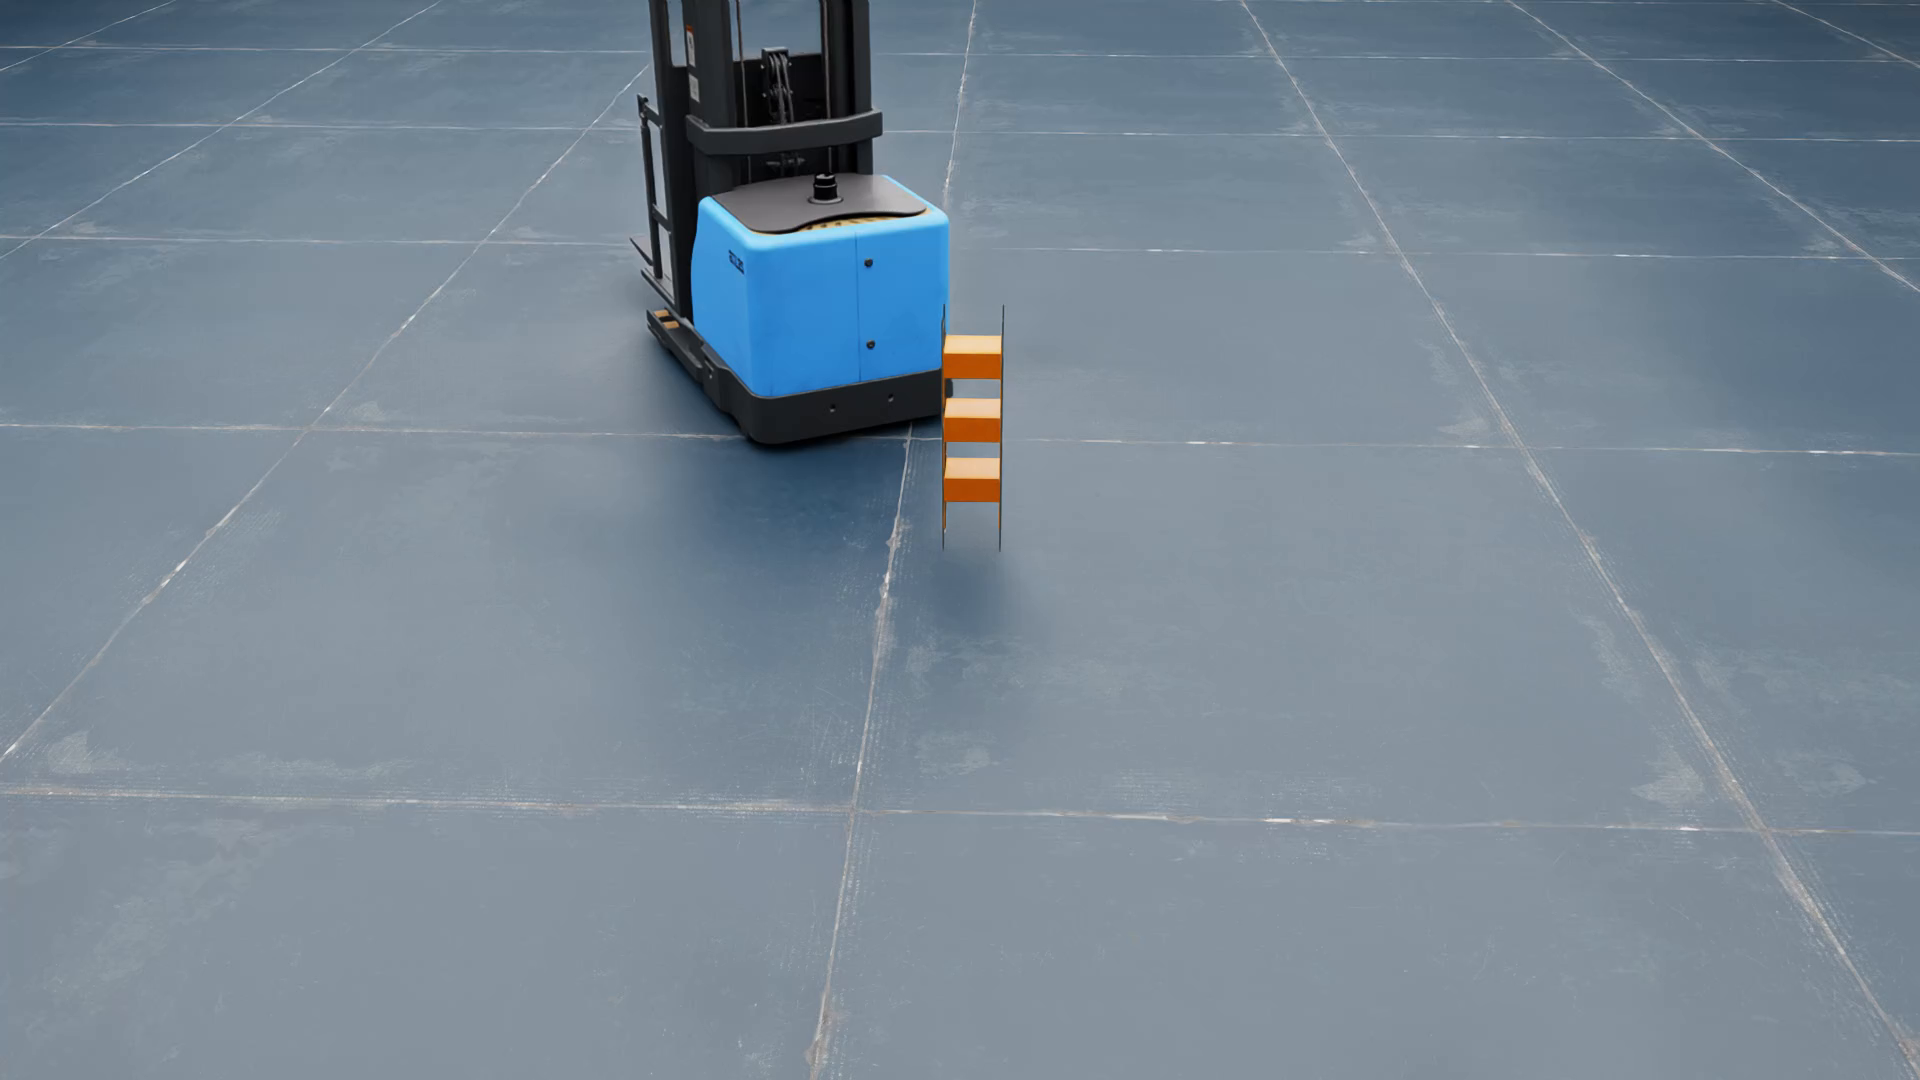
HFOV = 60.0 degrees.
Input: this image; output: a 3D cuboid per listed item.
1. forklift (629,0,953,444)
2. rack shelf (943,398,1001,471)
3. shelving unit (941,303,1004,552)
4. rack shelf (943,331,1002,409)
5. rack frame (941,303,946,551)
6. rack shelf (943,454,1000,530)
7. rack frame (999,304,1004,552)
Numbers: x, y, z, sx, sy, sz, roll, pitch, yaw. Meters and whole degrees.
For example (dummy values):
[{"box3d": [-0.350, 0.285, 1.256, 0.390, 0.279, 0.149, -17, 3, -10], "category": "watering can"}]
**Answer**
[{"box3d": [-1.113, -2.420, 8.686, 1.130, 2.935, 3.031, -12, 30, -22], "category": "forklift"}, {"box3d": [0.053, -0.454, 7.007, 0.240, 0.259, 0.215, 1, 28, 2], "category": "rack shelf"}, {"box3d": [0.053, -0.463, 7.002, 0.252, 1.050, 0.215, 1, 28, 2], "category": "shelving unit"}, {"box3d": [0.053, -0.704, 6.874, 0.240, 0.259, 0.215, 1, 28, 2], "category": "rack shelf"}, {"box3d": [-0.068, -0.465, 7.006, 0.008, 1.050, 0.200, 1, 28, 2], "category": "rack frame"}, {"box3d": [0.053, -0.208, 7.138, 0.240, 0.259, 0.215, 1, 28, 2], "category": "rack shelf"}, {"box3d": [0.175, -0.461, 6.999, 0.008, 1.050, 0.200, 1, 28, 2], "category": "rack frame"}]
